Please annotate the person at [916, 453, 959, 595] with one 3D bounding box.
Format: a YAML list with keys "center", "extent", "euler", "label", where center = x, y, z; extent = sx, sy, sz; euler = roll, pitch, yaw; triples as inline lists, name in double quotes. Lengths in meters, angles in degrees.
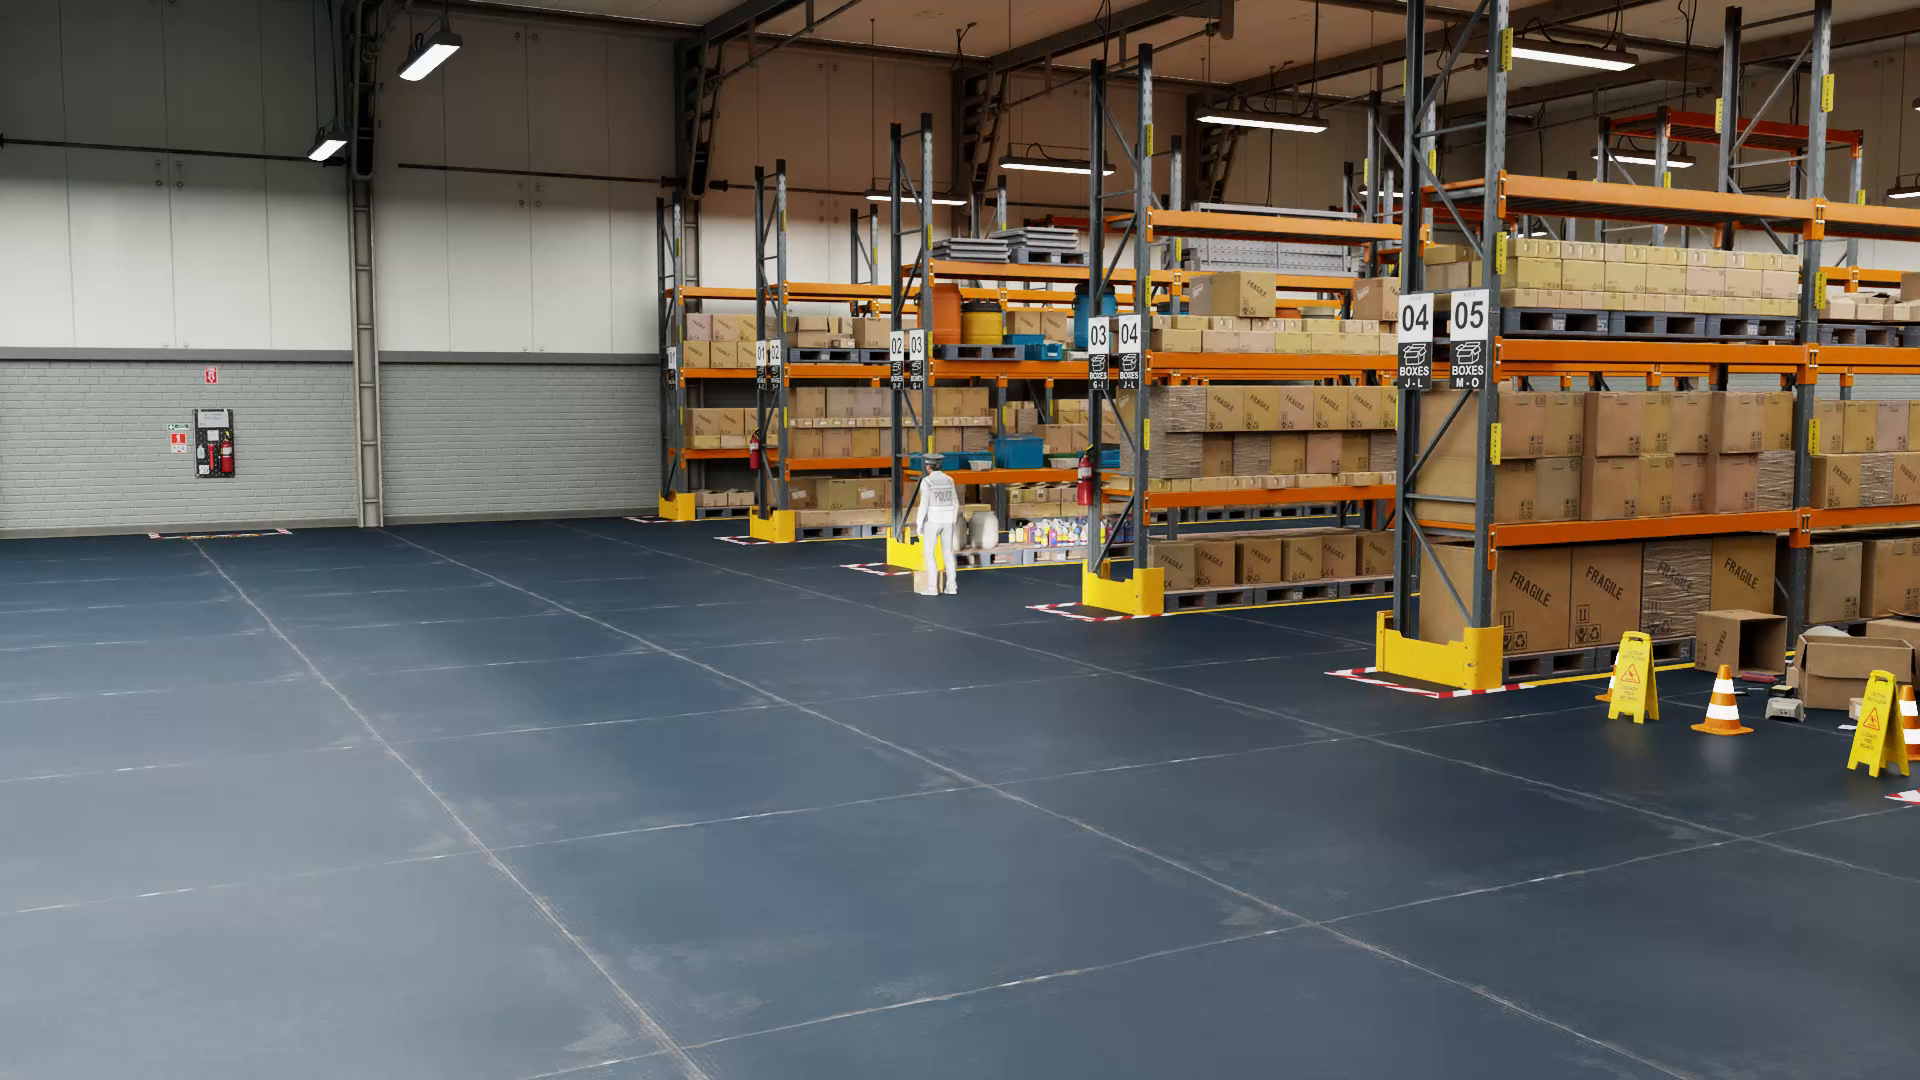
- center: [-0.264, -0.185, 19.526]
  extent: [0.547, 1.667, 0.369]
  euler: [-3, 6, -32]
  label: "person"
